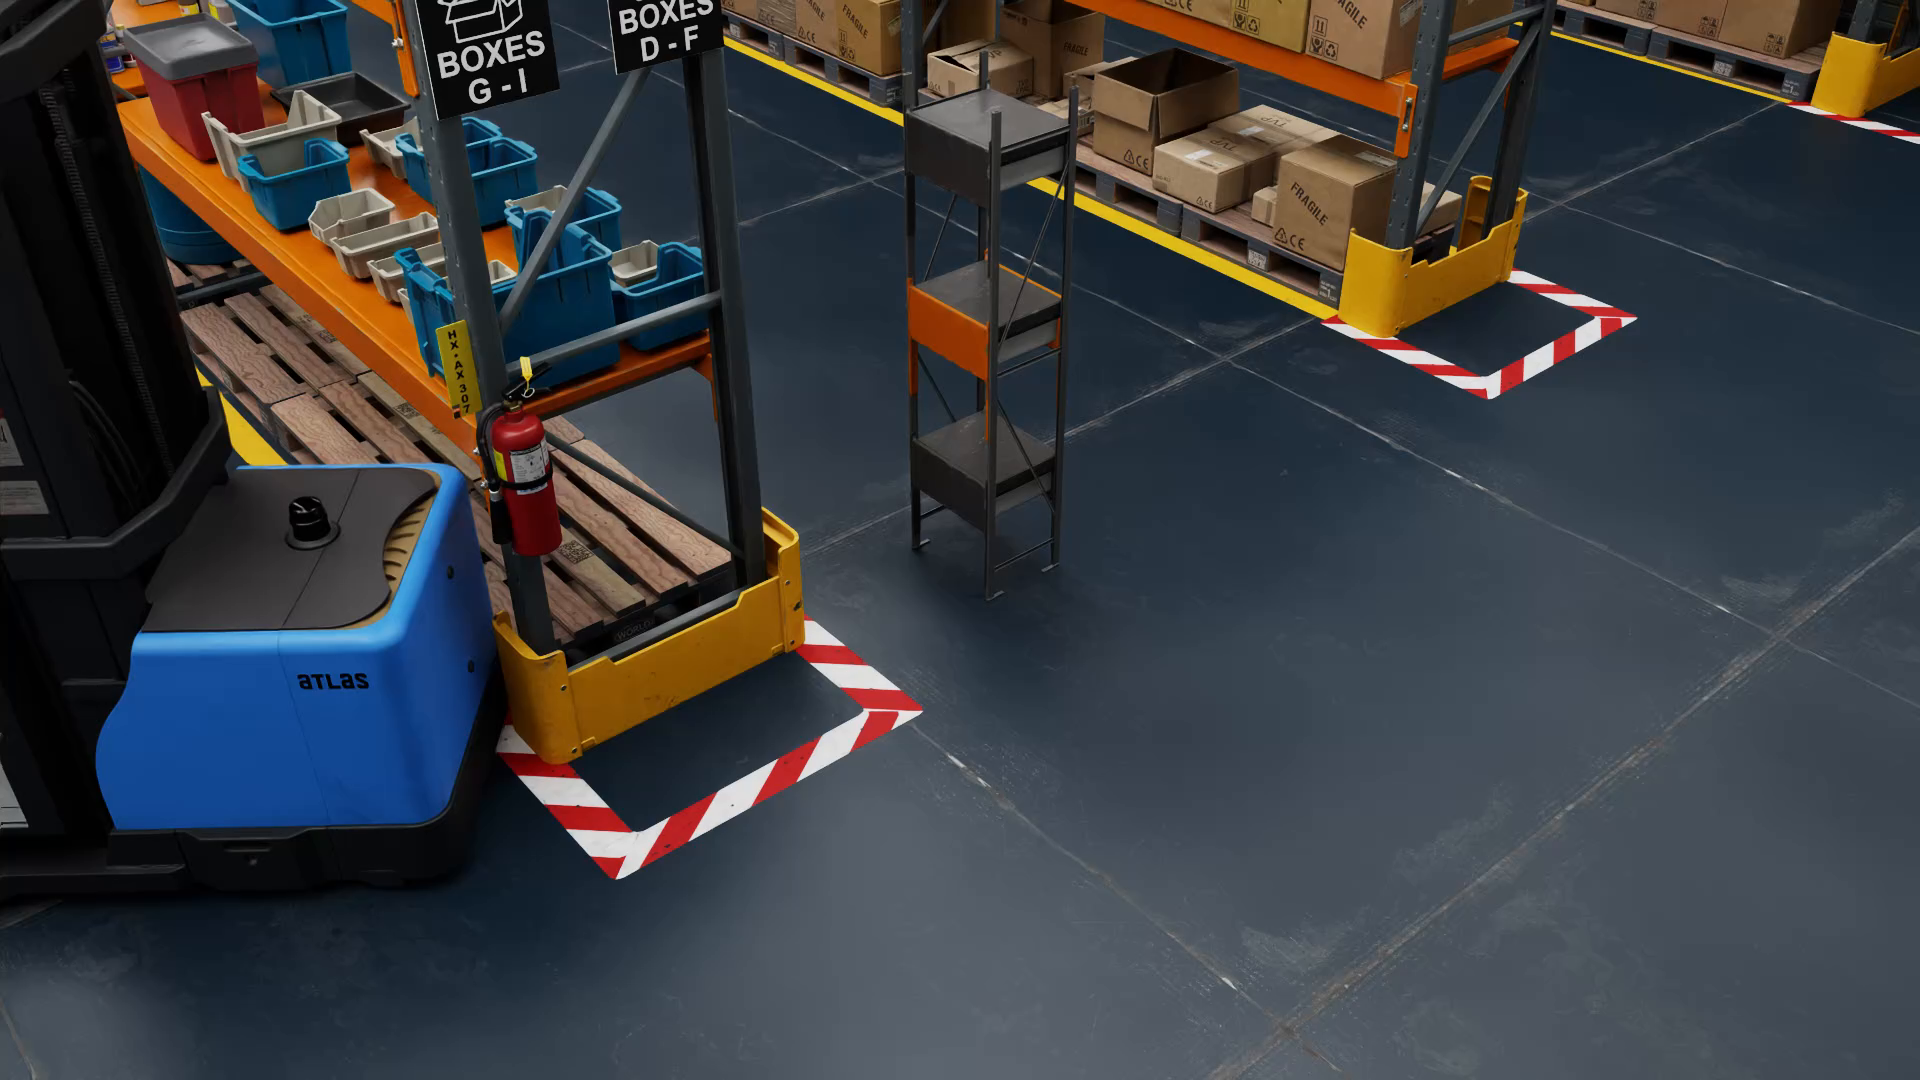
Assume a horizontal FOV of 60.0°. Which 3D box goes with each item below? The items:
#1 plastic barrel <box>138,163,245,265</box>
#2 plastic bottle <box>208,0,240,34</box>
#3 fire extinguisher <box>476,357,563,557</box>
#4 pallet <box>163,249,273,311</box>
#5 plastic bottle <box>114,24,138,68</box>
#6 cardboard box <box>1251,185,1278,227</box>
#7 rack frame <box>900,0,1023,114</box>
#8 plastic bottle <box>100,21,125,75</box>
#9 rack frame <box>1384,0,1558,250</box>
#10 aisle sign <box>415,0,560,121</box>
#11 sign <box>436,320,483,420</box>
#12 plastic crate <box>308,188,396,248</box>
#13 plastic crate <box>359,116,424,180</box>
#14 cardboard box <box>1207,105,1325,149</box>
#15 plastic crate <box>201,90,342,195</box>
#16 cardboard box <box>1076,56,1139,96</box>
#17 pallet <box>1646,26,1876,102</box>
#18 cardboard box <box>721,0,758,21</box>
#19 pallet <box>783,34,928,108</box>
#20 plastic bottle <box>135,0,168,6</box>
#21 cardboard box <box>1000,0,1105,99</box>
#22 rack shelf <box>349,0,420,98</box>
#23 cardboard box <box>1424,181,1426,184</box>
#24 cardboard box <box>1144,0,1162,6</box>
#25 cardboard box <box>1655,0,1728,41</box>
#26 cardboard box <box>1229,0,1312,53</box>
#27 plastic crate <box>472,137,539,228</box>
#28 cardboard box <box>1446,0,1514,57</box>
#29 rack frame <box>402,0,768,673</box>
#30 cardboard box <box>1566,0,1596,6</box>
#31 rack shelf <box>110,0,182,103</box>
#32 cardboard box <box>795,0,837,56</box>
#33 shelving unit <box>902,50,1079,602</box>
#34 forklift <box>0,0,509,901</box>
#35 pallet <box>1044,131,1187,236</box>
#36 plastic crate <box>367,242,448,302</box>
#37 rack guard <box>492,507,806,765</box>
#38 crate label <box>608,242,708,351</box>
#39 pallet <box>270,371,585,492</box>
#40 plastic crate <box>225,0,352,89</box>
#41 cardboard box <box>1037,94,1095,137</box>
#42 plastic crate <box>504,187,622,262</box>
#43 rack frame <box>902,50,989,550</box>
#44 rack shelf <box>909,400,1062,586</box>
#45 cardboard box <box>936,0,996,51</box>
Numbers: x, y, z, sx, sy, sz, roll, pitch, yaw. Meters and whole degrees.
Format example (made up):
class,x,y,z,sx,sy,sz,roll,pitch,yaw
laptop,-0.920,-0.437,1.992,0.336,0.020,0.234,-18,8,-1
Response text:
class,x,y,z,sx,sy,sz,roll,pitch,yaw
plastic barrel,-4.096,-2.012,8.947,0.600,0.901,0.708,-26,43,-32
plastic bottle,-3.764,-2.724,8.543,0.144,0.351,0.185,-26,43,-32
fire extinguisher,-1.427,-0.264,5.417,0.296,0.674,0.183,-26,43,-32
pallet,-4.224,-1.668,9.423,1.003,0.211,1.213,-26,43,-32
plastic bottle,-4.176,-2.477,8.324,0.097,0.201,0.097,0,35,0
cardboard box,1.878,-1.914,9.427,0.380,0.166,0.250,-26,43,-32
rack frame,0.028,-4.296,10.720,1.000,3.000,0.127,-26,43,-32
plastic bottle,-4.260,-2.453,8.225,0.152,0.276,0.135,-26,43,-32
rack frame,2.609,-2.530,8.227,1.000,3.000,0.127,-26,43,-32
aisle sign,-1.354,-1.604,4.670,0.394,0.787,0.004,-26,43,-32
sign,-1.587,-0.538,5.273,0.100,0.325,0.005,-26,43,-32
plastic crate,-2.421,-1.264,6.616,0.298,0.136,0.250,-26,43,-32
plastic crate,-2.405,-1.710,7.246,0.293,0.136,0.466,-26,43,-32
cardboard box,1.830,-2.375,10.006,0.500,0.250,0.500,-26,43,-32
plastic crate,-2.914,-1.683,7.082,0.437,0.282,0.530,-26,43,-32
cardboard box,1.096,-2.901,10.697,0.500,0.311,0.500,-26,43,-32
pallet,5.815,-3.565,12.101,1.003,0.211,1.213,-26,43,-32
cardboard box,-1.475,-4.233,12.413,0.500,0.500,0.500,-28,44,-33
pallet,-0.526,-3.503,12.013,1.003,0.211,1.213,-26,43,-32
plastic bottle,-4.480,-3.098,9.136,0.152,0.276,0.135,-26,43,-32
cardboard box,0.612,-3.309,11.110,0.500,0.500,0.500,-26,43,-32
rack shelf,-2.468,-2.497,6.208,1.077,0.370,4.000,-26,43,-32
cardboard box,2.440,-1.976,9.516,0.380,0.166,0.250,-26,43,-32
cardboard box,1.132,-3.339,9.283,0.500,0.500,0.500,-27,43,-32
cardboard box,5.540,-4.023,12.134,0.700,0.500,0.500,-26,43,-32
cardboard box,1.775,-2.894,8.655,0.500,0.500,0.500,-26,43,-31
plastic crate,-1.934,-1.453,6.799,0.416,0.233,0.300,-26,43,-32
cardboard box,2.524,-2.865,8.613,0.500,0.500,0.500,-25,42,-31
rack frame,-1.177,-0.684,5.620,1.000,3.000,0.127,-26,43,-32
cardboard box,4.865,-4.477,12.776,0.700,0.500,0.500,-25,42,-31
rack shelf,-5.049,-3.039,9.569,1.077,0.370,4.000,-26,43,-32
cardboard box,-0.822,-3.788,11.785,0.500,0.500,0.500,-26,43,-32
shelving unit,0.107,-0.784,6.540,0.431,2.100,0.503,-26,43,-32
forklift,-3.200,-0.292,5.126,3.031,2.935,1.130,-1,35,-1
pallet,1.262,-2.315,10.337,1.003,0.211,1.213,-26,43,-32
plastic crate,-2.018,-1.027,6.280,0.396,0.136,0.243,-26,43,-32
rack guard,-1.152,0.342,6.335,1.175,0.500,0.348,-26,43,-32
crate label,-1.085,-0.872,5.979,0.416,0.233,0.303,-26,43,-32
pallet,-2.463,-0.463,7.721,1.003,0.211,1.213,-26,43,-32
plastic crate,-3.196,-2.389,7.990,0.392,0.384,0.575,-26,43,-32
cardboard box,0.700,-2.675,10.502,0.380,0.166,0.250,-26,43,-32
plastic crate,-1.510,-1.163,6.389,0.416,0.233,0.300,-26,43,-32
rack frame,-0.051,-0.892,6.692,0.400,2.100,0.015,-26,43,-32
rack shelf,0.107,-0.201,6.952,0.431,0.518,0.480,-26,43,-32
cardboard box,-0.098,-3.760,11.745,0.500,0.500,0.500,-28,44,-34
